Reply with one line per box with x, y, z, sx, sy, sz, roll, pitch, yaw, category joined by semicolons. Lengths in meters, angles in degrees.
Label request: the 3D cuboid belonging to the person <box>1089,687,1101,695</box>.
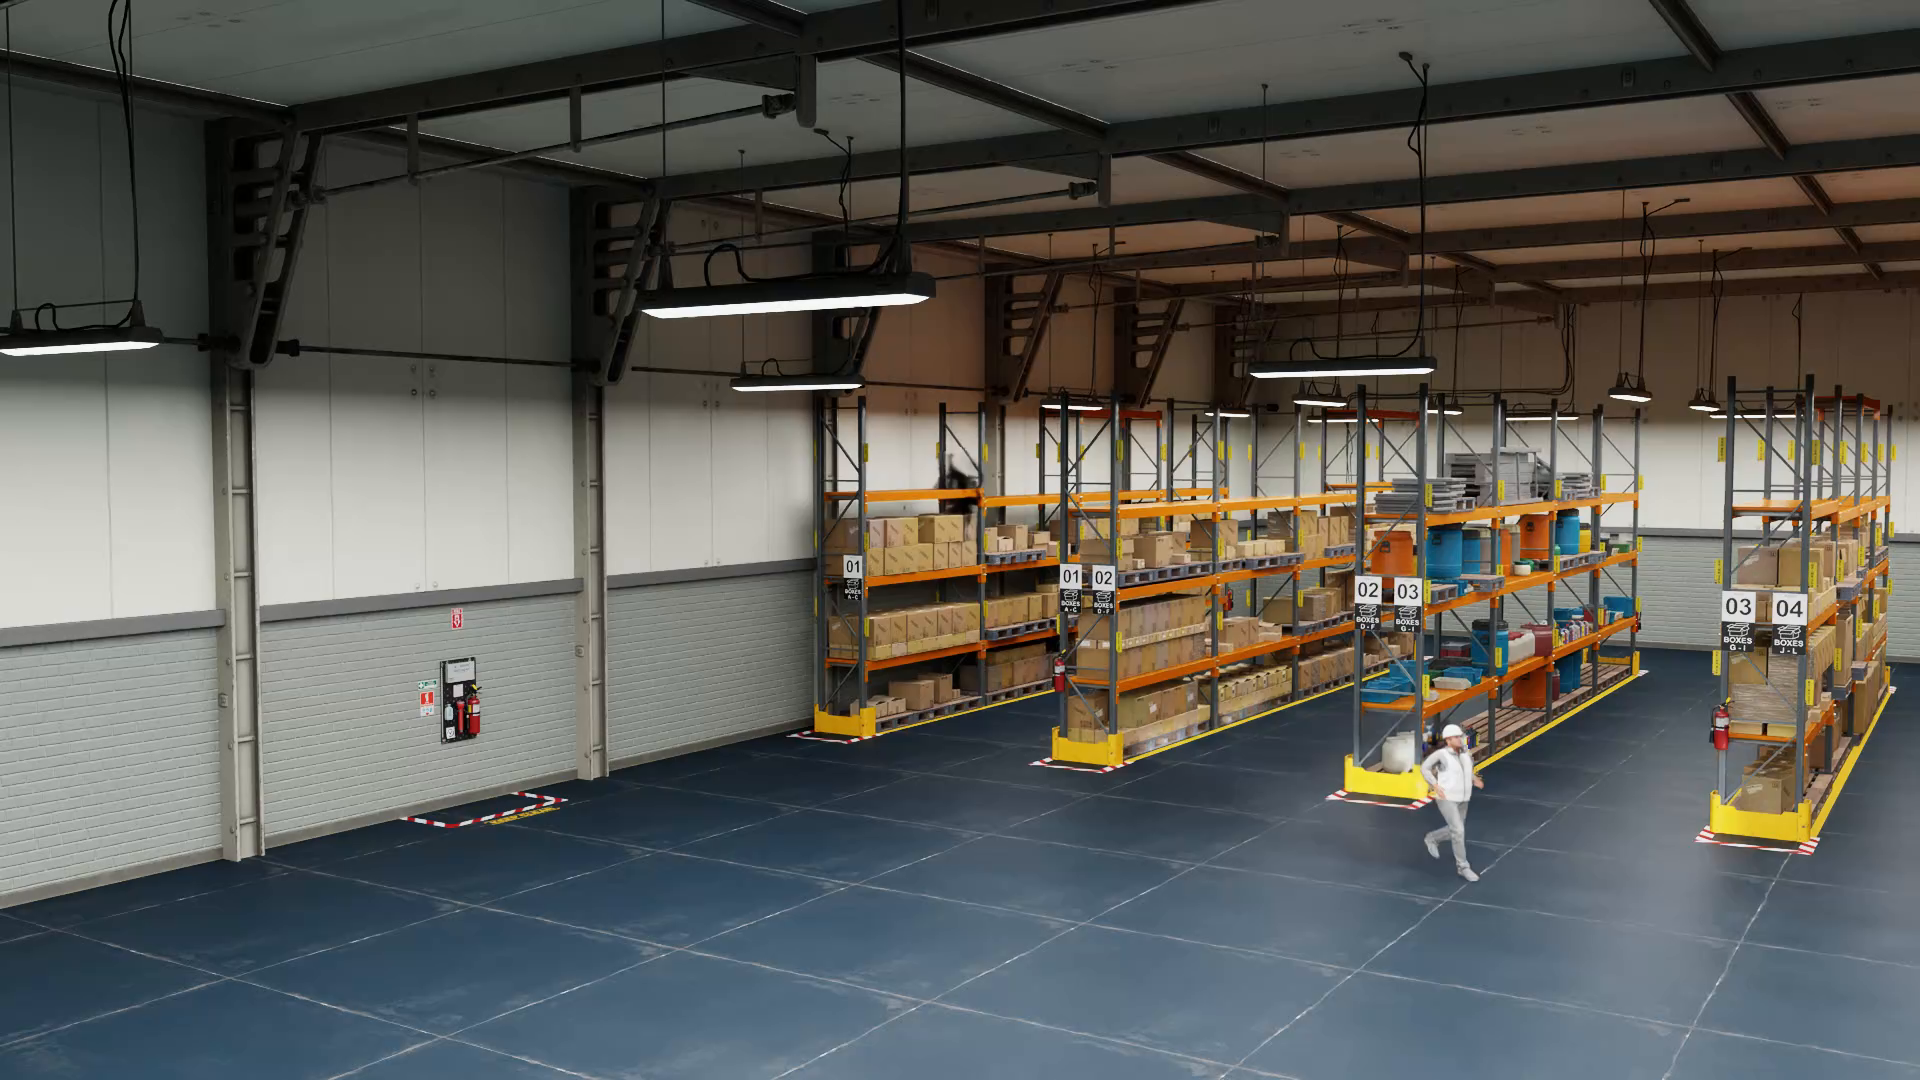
2.542;2.360;30.808;0.668;1.764;0.998;2;4;32;person

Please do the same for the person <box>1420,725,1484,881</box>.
5.846;3.080;19.783;0.663;1.779;0.940;-2;3;-29;person
